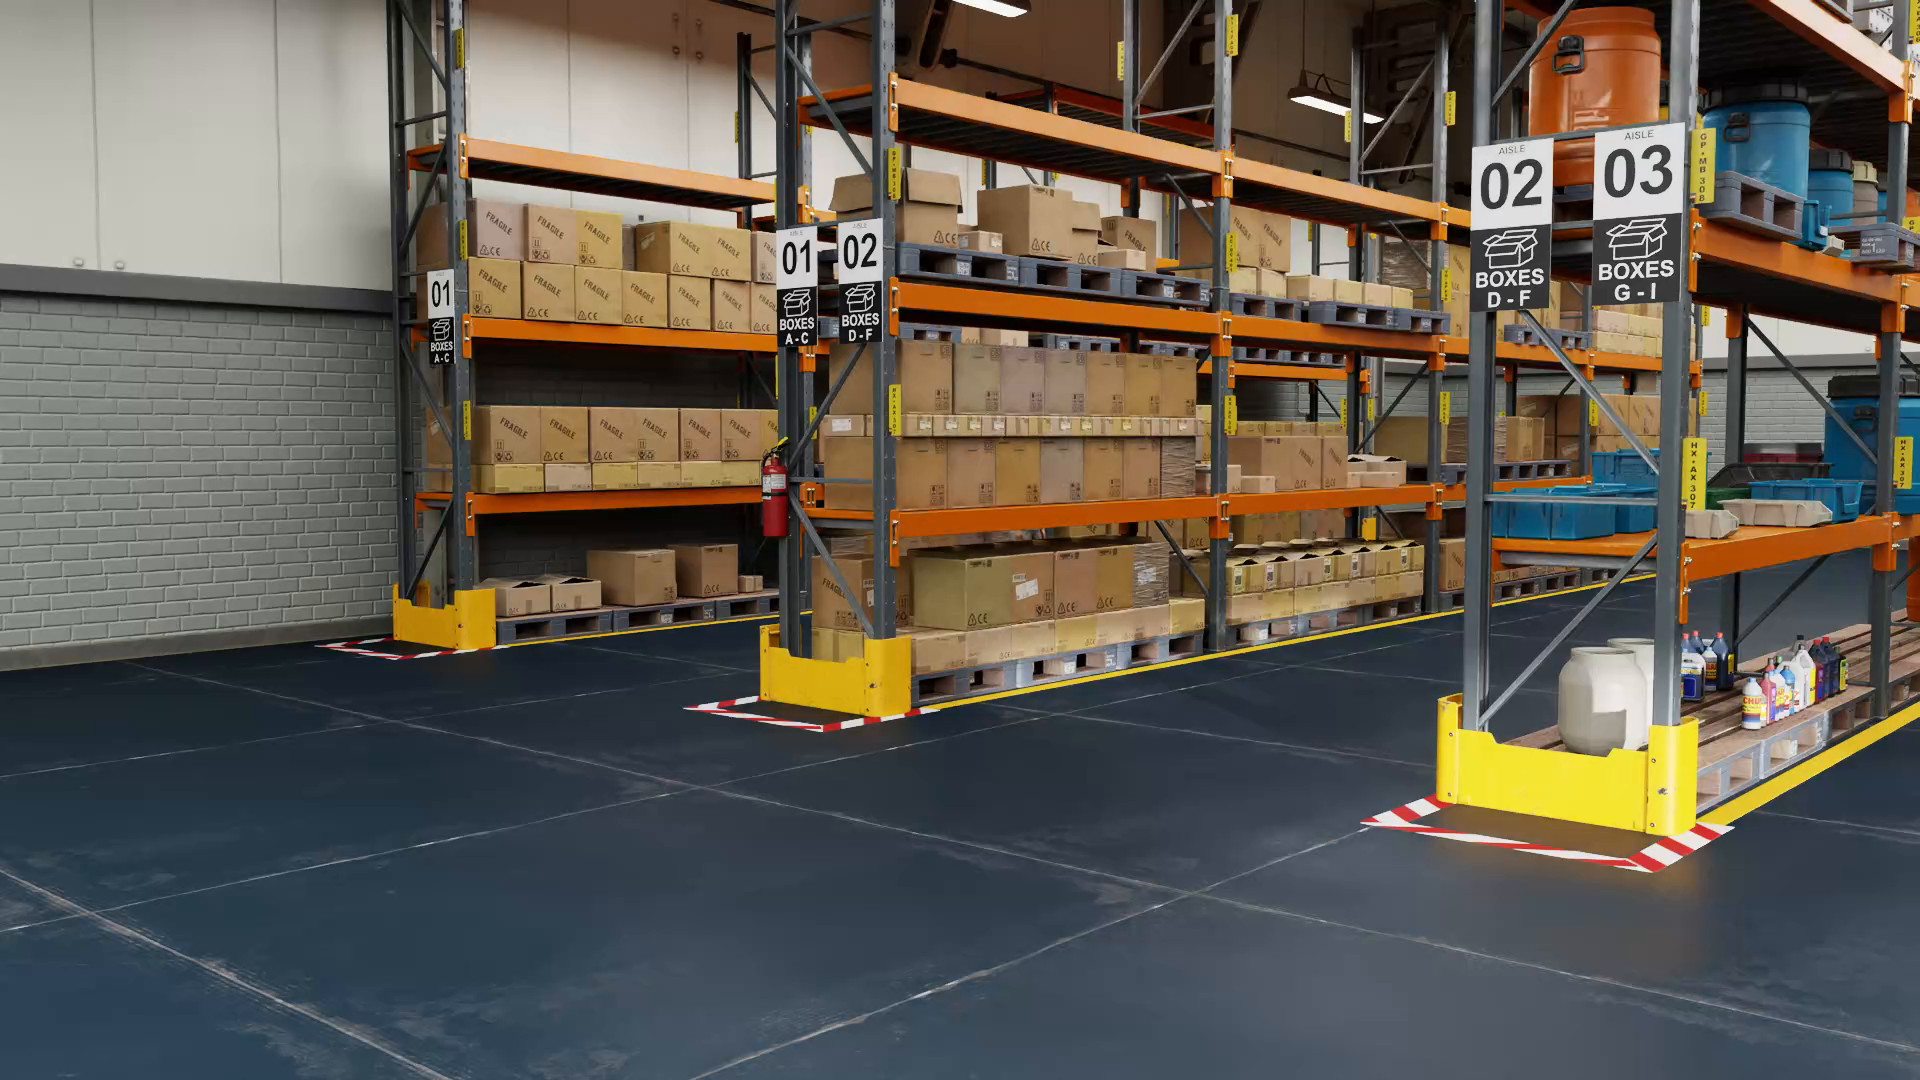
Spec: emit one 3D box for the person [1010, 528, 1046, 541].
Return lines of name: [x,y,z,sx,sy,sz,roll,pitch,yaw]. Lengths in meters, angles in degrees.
person: [0.683,-0.079,16.690,0.351,1.672,0.497,3,5,40]
